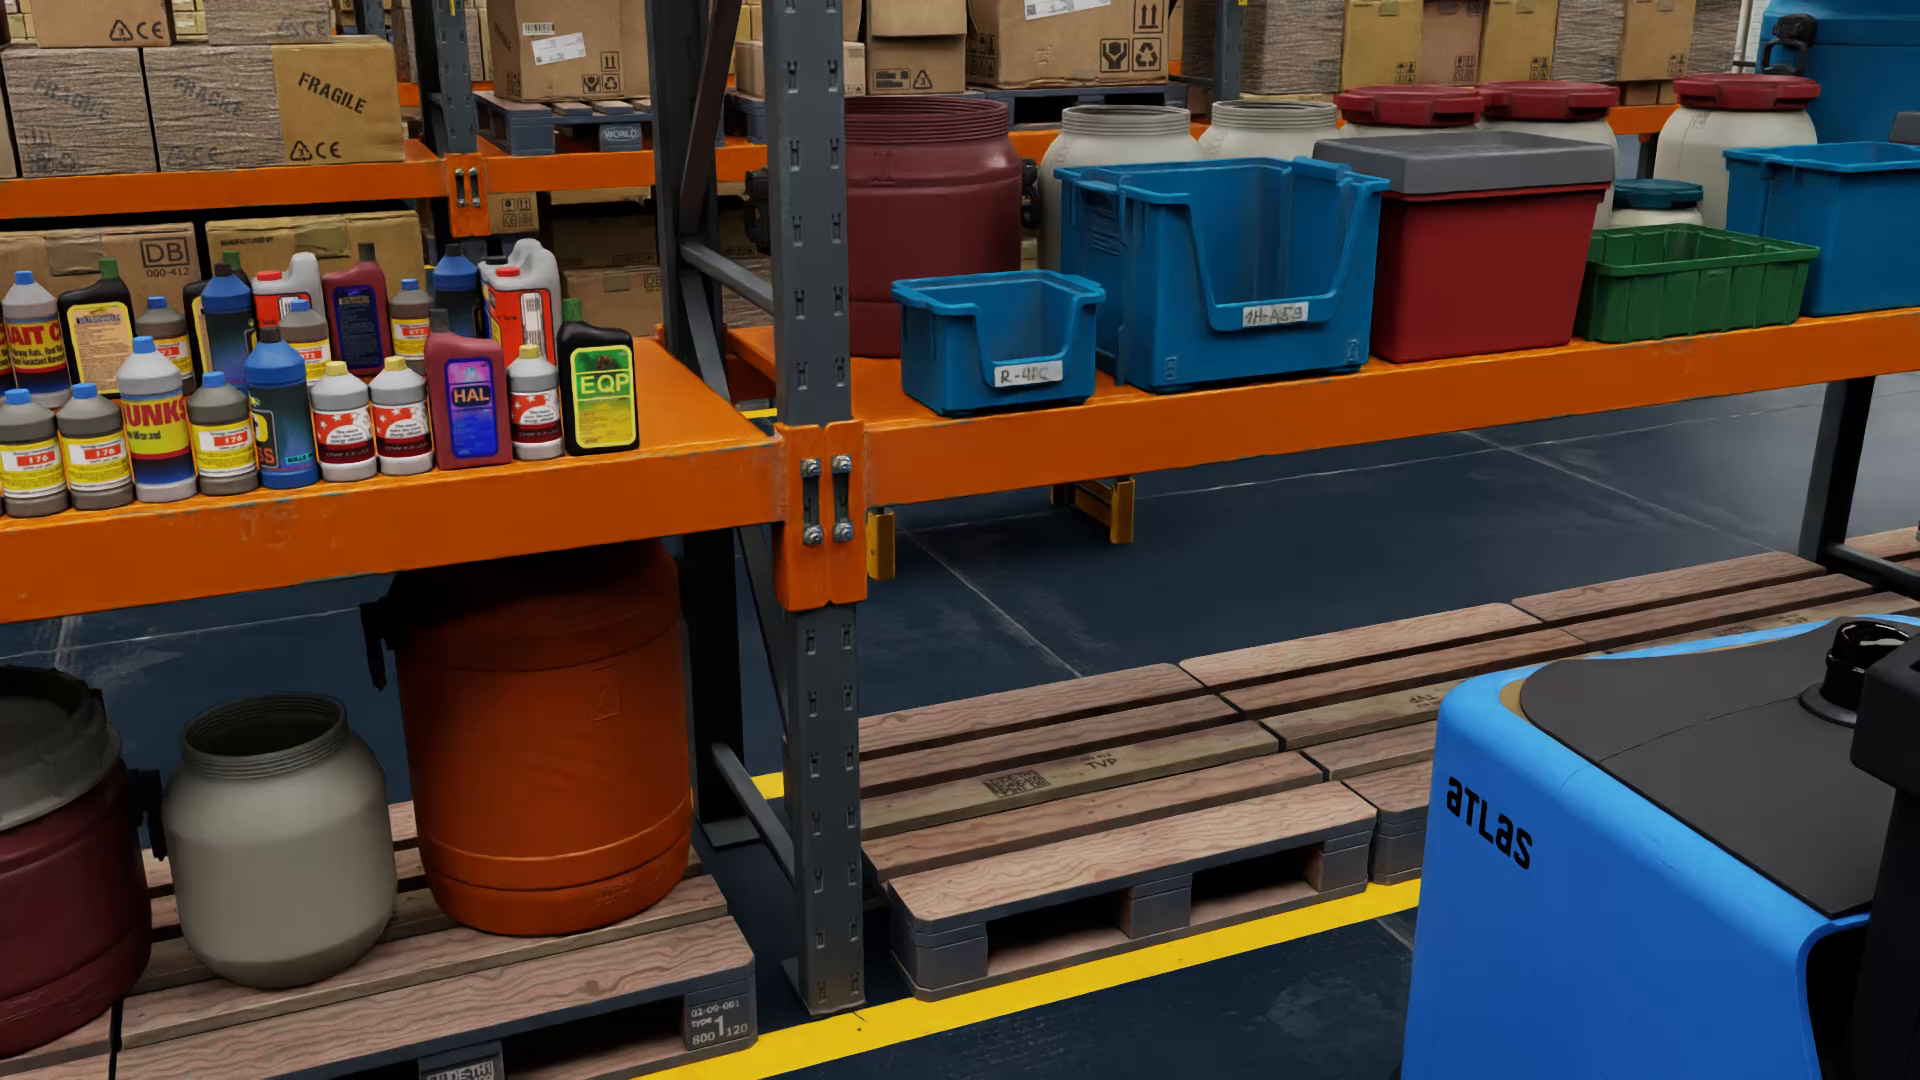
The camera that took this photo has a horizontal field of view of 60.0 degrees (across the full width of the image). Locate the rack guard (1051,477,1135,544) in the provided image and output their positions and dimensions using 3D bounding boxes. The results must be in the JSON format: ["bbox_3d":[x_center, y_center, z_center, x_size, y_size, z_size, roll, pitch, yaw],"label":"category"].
[{"bbox_3d":[0.527,-0.193,6.695,0.087,0.250,0.587,-8,21,-22],"label":"rack guard"}]

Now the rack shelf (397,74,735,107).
[{"bbox_3d":[-2.457,-3.500,13.028,4.000,0.370,1.077,-8,21,-22],"label":"rack shelf"}]

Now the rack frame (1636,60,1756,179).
[{"bbox_3d":[4.924,-3.102,10.817,0.127,3.000,1.000,-8,21,-22],"label":"rack frame"}]

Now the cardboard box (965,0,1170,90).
[{"bbox_3d":[0.466,-2.995,8.977,1.000,1.000,1.000,-8,21,-22],"label":"cardboard box"}]

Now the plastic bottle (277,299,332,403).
[{"bbox_3d":[-1.343,-0.391,3.415,0.097,0.201,0.097,0,19,0],"label":"plastic bottle"}]

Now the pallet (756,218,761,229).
[{"bbox_3d":[-1.299,-2.662,13.765,1.213,0.211,1.003,-8,21,-22],"label":"pallet"}]

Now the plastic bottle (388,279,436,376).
[{"bbox_3d":[-1.192,-0.468,3.633,0.097,0.201,0.097,0,19,0],"label":"plastic bottle"}]

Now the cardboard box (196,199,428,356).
[{"bbox_3d":[-3.064,-1.161,7.871,0.875,0.875,1.225,-9,21,-24],"label":"cardboard box"}]

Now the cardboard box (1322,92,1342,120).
[{"bbox_3d":[2.021,-2.464,9.383,0.250,0.149,0.380,-8,21,-22],"label":"cardboard box"}]

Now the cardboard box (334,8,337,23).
[{"bbox_3d":[-6.139,-5.266,16.709,0.250,0.149,0.380,-7,21,-20],"label":"cardboard box"}]

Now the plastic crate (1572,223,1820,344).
[{"bbox_3d":[1.726,-0.651,4.172,0.662,0.188,0.450,-8,21,-22],"label":"plastic crate"}]

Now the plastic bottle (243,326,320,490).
[{"bbox_3d":[-1.166,-0.230,2.852,0.097,0.271,0.097,0,19,0],"label":"plastic bottle"}]

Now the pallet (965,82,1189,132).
[{"bbox_3d":[0.492,-2.430,9.194,1.213,0.211,1.003,-8,21,-22],"label":"pallet"}]

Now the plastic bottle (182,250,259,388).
[{"bbox_3d":[-1.551,-0.462,3.492,0.133,0.283,0.061,-8,21,-22],"label":"plastic bottle"}]

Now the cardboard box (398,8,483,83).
[{"bbox_3d":[-3.774,-3.600,12.078,0.500,0.500,0.500,-8,21,-21],"label":"cardboard box"}]

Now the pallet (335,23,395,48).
[{"bbox_3d":[-5.735,-5.108,16.801,1.003,0.211,1.213,-8,21,-22],"label":"pallet"}]

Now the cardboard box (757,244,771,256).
[{"bbox_3d":[-0.792,-1.326,8.873,0.500,0.500,0.700,-6,20,-17],"label":"cardboard box"}]

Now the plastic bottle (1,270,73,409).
[{"bbox_3d":[-1.862,-0.405,3.349,0.097,0.271,0.097,0,19,0],"label":"plastic bottle"}]

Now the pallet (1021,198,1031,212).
[{"bbox_3d":[0.109,-2.863,14.335,1.213,0.211,1.003,-8,21,-22],"label":"pallet"}]

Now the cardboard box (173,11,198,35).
[{"bbox_3d":[-5.282,-3.488,11.210,0.250,0.149,0.380,-8,21,-22],"label":"cardboard box"}]

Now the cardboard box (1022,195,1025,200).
[{"bbox_3d":[-0.015,-3.359,14.113,0.875,0.875,0.875,-8,21,-21],"label":"cardboard box"}]

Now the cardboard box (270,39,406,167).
[{"bbox_3d":[-2.777,-1.957,7.412,0.500,0.500,0.500,-7,21,-20],"label":"cardboard box"}]

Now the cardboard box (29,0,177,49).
[{"bbox_3d":[-3.699,-2.394,7.144,0.637,0.503,0.797,-8,21,-21],"label":"cardboard box"}]

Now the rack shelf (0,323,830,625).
[{"bbox_3d":[-2.296,0.063,2.910,4.000,0.370,1.077,-8,21,-22],"label":"rack shelf"}]

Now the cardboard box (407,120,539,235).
[{"bbox_3d":[-3.699,-2.765,12.615,0.750,0.750,1.050,-8,21,-23],"label":"cardboard box"}]

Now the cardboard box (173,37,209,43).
[{"bbox_3d":[-3.448,-2.048,7.670,0.500,0.500,0.500,-9,21,-23],"label":"cardboard box"}]

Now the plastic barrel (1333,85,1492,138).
[{"bbox_3d":[1.177,-0.917,4.407,0.433,0.535,0.433,0,19,0],"label":"plastic barrel"}]

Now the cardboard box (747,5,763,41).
[{"bbox_3d":[-1.458,-3.933,13.024,0.500,0.500,0.500,-8,21,-23],"label":"cardboard box"}]

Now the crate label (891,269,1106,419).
[{"bbox_3d":[0.076,-0.402,3.398,0.416,0.233,0.303,-8,21,-22],"label":"crate label"}]

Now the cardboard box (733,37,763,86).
[{"bbox_3d":[-0.997,-2.486,8.637,0.258,0.266,0.396,-9,21,-23],"label":"cardboard box"}]

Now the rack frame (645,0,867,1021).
[{"bbox_3d":[-0.460,-0.540,3.538,0.127,3.000,1.000,-8,21,-22],"label":"rack frame"}]

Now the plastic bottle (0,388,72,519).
[{"bbox_3d":[-1.524,-0.146,2.719,0.097,0.201,0.097,0,19,0],"label":"plastic bottle"}]

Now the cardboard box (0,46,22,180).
[{"bbox_3d":[-4.180,-1.757,6.845,0.500,0.500,0.500,-8,21,-21],"label":"cardboard box"}]

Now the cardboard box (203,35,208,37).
[{"bbox_3d":[-5.029,-3.384,11.363,0.250,0.149,0.380,-8,21,-21],"label":"cardboard box"}]

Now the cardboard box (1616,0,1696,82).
[{"bbox_3d":[3.997,-3.124,10.278,0.500,0.500,0.875,-8,21,-22],"label":"cardboard box"}]

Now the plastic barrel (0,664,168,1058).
[{"bbox_3d":[-1.939,0.618,3.249,0.708,0.588,0.600,-8,21,-22],"label":"plastic barrel"}]

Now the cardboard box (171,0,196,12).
[{"bbox_3d":[-5.278,-3.629,11.161,0.250,0.149,0.380,-7,21,-20],"label":"cardboard box"}]

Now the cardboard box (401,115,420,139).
[{"bbox_3d":[-5.824,-4.102,16.980,0.625,0.372,0.950,-10,22,-26],"label":"cardboard box"}]

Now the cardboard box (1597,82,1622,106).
[{"bbox_3d":[3.824,-2.754,10.205,0.250,0.149,0.380,-8,21,-22],"label":"cardboard box"}]

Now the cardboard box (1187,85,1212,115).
[{"bbox_3d":[1.332,-2.576,9.699,0.250,0.149,0.380,-8,21,-22],"label":"cardboard box"}]

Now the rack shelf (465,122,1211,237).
[{"bbox_3d":[-0.585,-1.974,8.694,4.000,0.370,1.077,-8,21,-22],"label":"rack shelf"}]

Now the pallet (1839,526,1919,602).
[{"bbox_3d":[3.846,0.174,5.710,1.213,0.211,1.003,-8,21,-22],"label":"pallet"}]

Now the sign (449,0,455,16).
[{"bbox_3d":[-2.199,-2.427,7.156,0.005,0.325,0.100,-8,21,-22],"label":"sign"}]

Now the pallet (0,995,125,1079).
[{"bbox_3d":[-2.286,1.051,3.218,1.213,0.211,1.003,-8,21,-22],"label":"pallet"}]

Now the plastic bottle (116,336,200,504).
[{"bbox_3d":[-1.345,-0.204,2.780,0.097,0.271,0.097,0,19,0],"label":"plastic bottle"}]

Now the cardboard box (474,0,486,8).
[{"bbox_3d":[-3.413,-4.218,12.328,0.500,0.500,0.700,-8,21,-23],"label":"cardboard box"}]

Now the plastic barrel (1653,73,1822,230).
[{"bbox_3d":[2.248,-1.071,4.842,0.433,0.535,0.433,0,19,0],"label":"plastic barrel"}]

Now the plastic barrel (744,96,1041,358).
[{"bbox_3d":[-0.154,-0.757,3.951,0.708,0.536,0.600,-8,21,-22],"label":"plastic barrel"}]

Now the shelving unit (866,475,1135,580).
[{"bbox_3d":[0.070,-0.717,6.301,1.083,1.500,0.587,-8,21,-22],"label":"shelving unit"}]

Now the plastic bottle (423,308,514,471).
[{"bbox_3d":[-0.874,-0.271,2.950,0.133,0.283,0.061,-8,21,-22],"label":"plastic bottle"}]

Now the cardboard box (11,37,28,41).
[{"bbox_3d":[-6.226,-3.214,10.880,0.250,0.149,0.380,-9,21,-23],"label":"cardboard box"}]

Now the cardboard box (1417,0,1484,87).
[{"bbox_3d":[2.581,-2.956,9.801,0.500,0.500,0.875,-8,21,-22],"label":"cardboard box"}]

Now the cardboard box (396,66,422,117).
[{"bbox_3d":[-7.142,-5.829,21.505,0.625,0.625,0.875,-7,21,-20],"label":"cardboard box"}]

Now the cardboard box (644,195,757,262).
[{"bbox_3d":[-1.335,-1.602,8.528,0.500,0.250,0.500,-6,20,-16],"label":"cardboard box"}]
